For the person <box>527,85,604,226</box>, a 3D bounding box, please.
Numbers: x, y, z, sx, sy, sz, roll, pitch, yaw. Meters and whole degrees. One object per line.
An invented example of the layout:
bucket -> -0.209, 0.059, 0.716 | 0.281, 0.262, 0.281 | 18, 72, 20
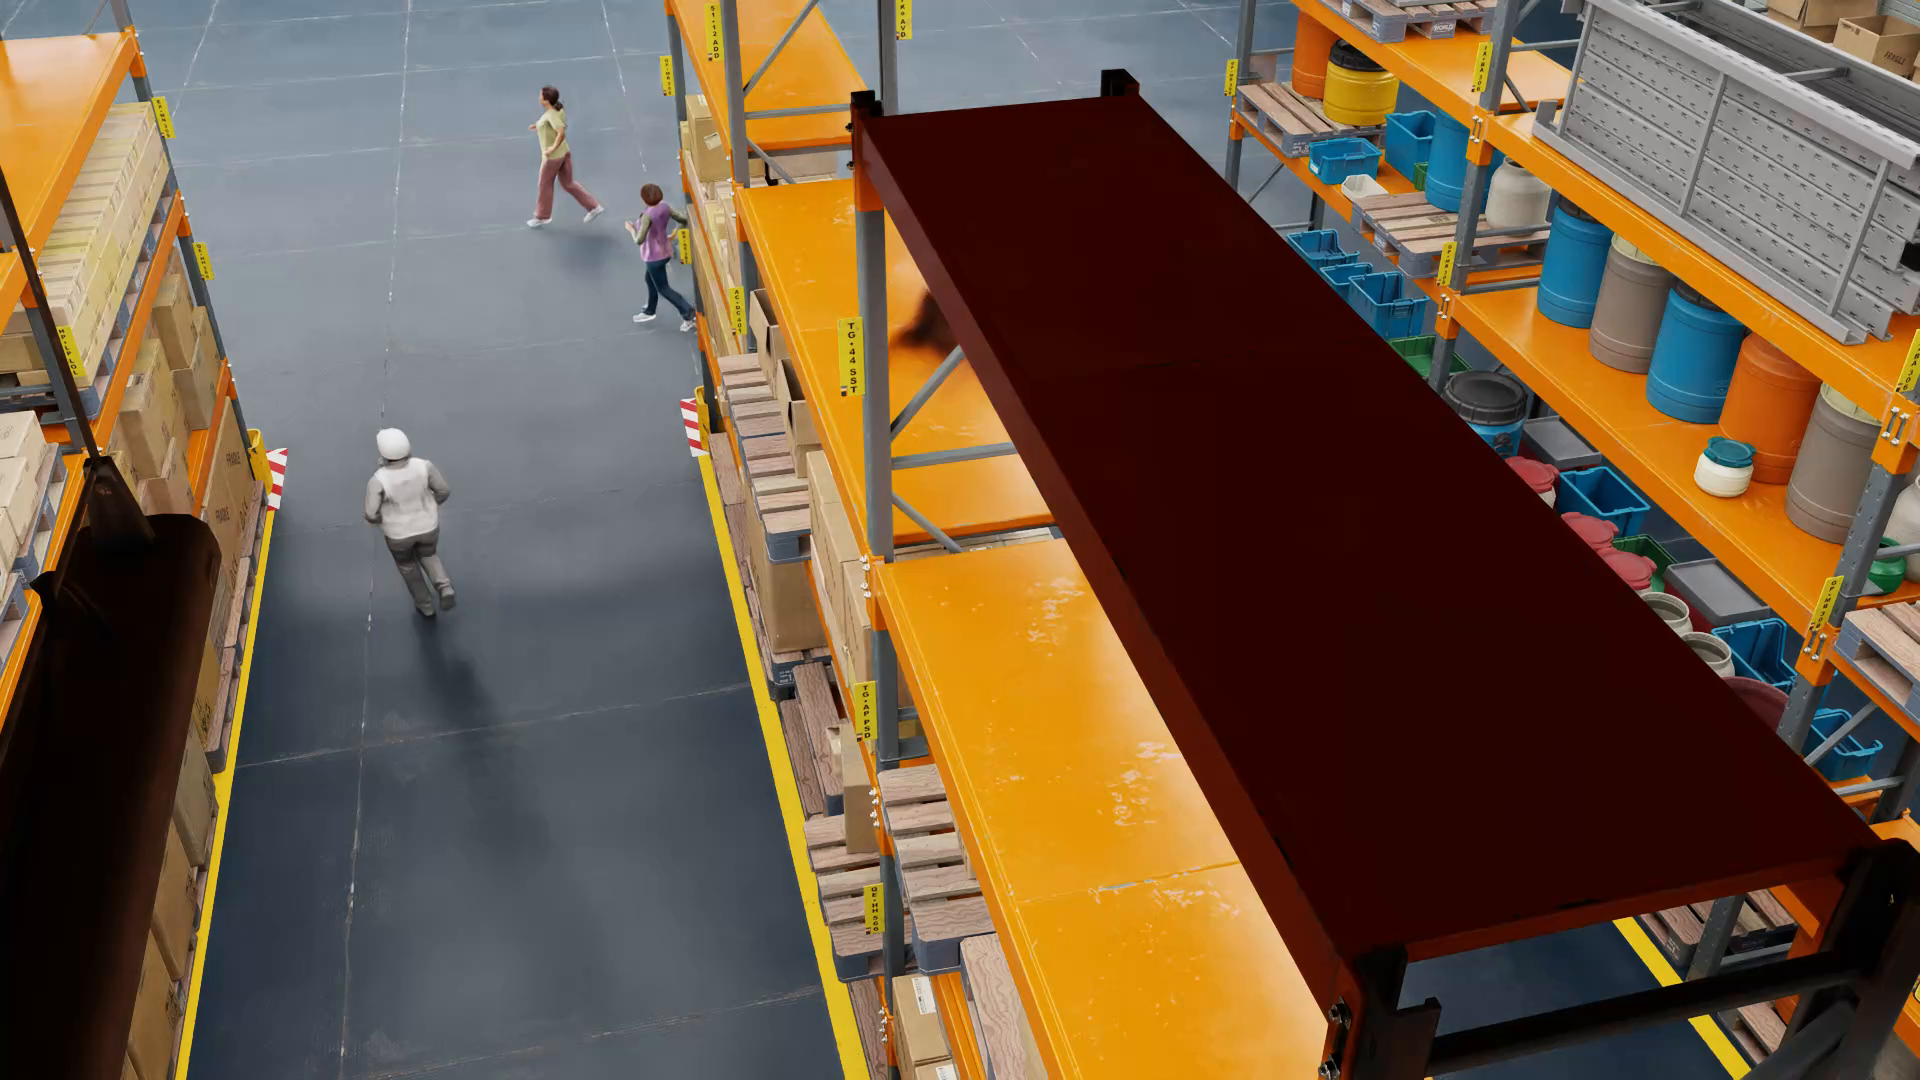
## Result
person -> -4.584, -4.353, 18.928 | 0.950, 1.674, 0.574 | 7, 35, 10

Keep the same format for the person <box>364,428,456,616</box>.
person -> -4.189, -0.092, 12.713 | 0.660, 1.732, 0.634 | -20, 39, -27

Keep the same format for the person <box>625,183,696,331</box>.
person -> -3.039, -2.853, 16.803 | 0.869, 1.600, 0.528 | 12, 36, 17
